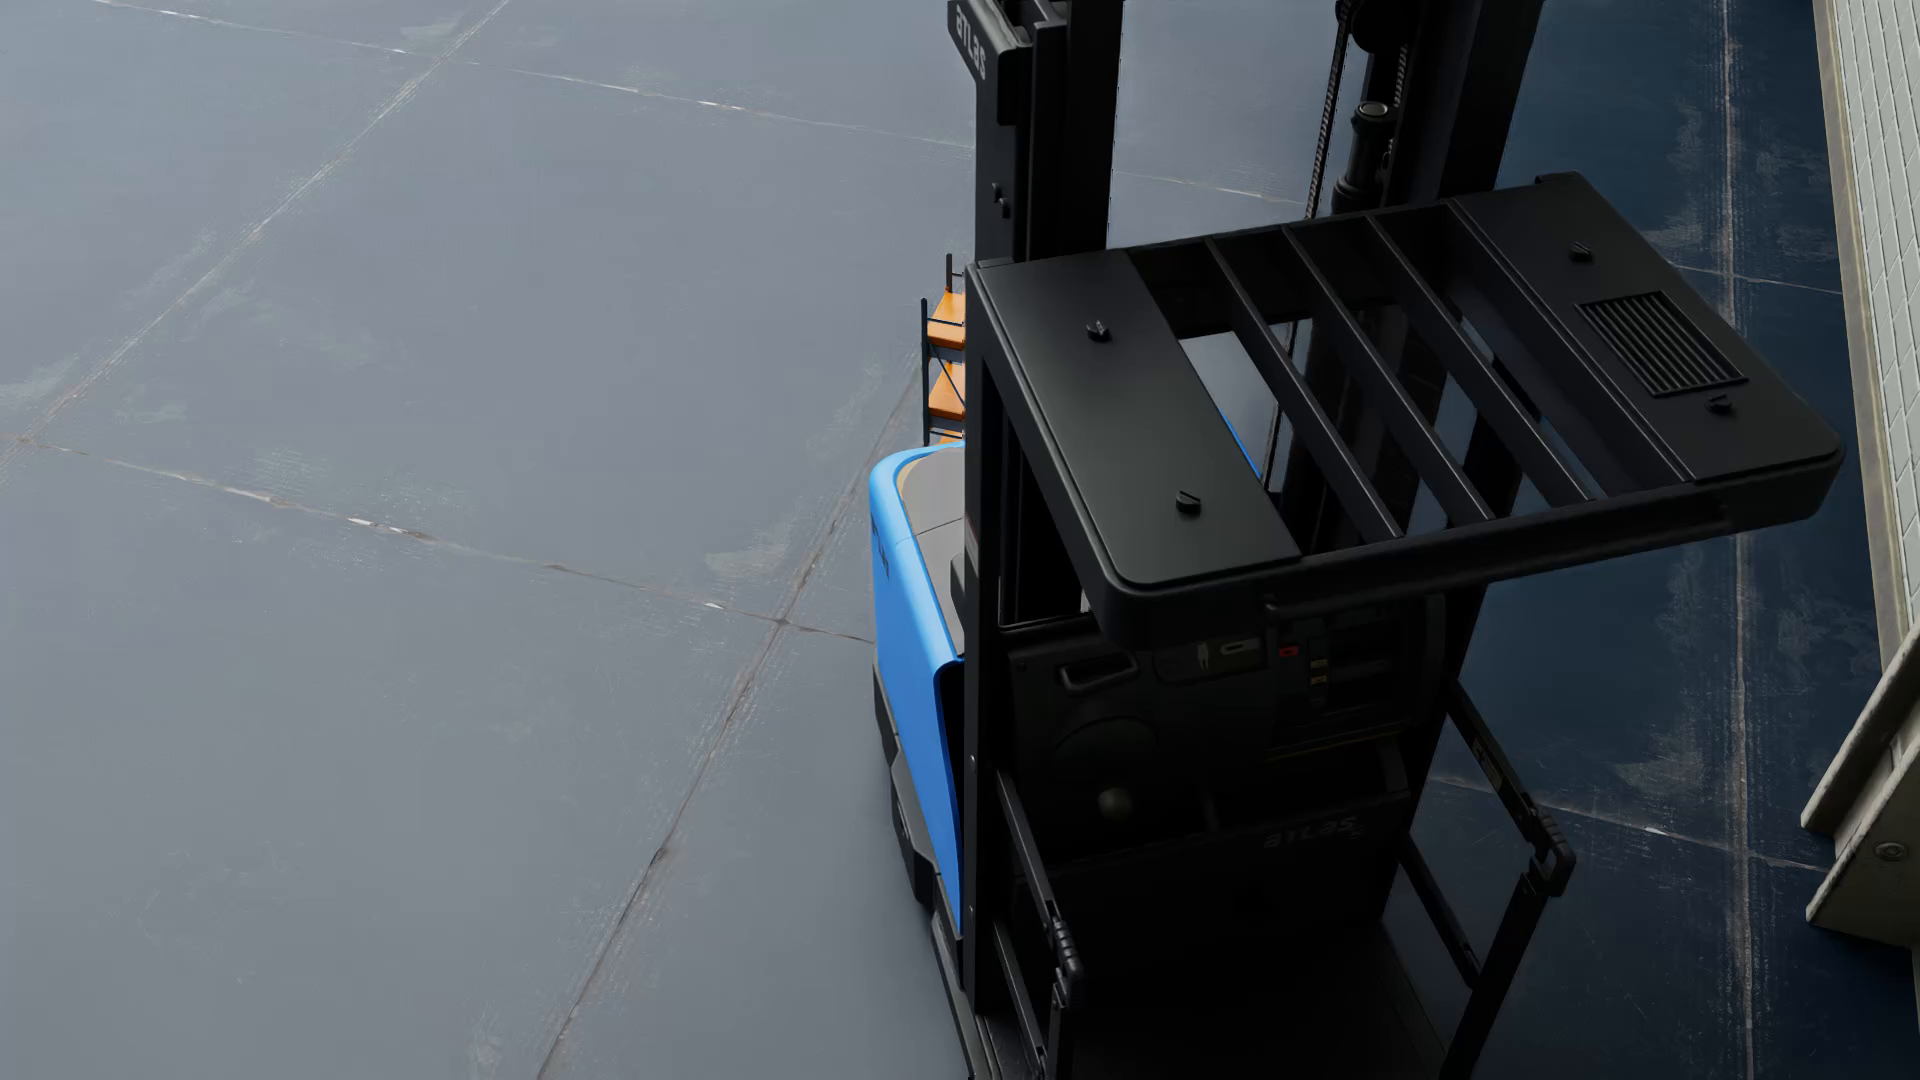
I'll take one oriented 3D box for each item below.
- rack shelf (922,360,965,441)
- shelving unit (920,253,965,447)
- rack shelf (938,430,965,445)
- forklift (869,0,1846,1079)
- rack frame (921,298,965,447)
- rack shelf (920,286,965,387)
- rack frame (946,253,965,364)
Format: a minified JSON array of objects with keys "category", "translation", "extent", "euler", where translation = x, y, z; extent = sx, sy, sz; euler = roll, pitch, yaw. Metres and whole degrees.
[{"category":"rack shelf","translation":[0.016,-0.403,5.427],"extent":[0.215,0.259,0.240],"euler":[13,46,13]},{"category":"shelving unit","translation":[0.016,-0.411,5.419],"extent":[0.215,1.050,0.252],"euler":[13,46,13]},{"category":"rack shelf","translation":[0.016,-0.205,5.621],"extent":[0.215,0.259,0.240],"euler":[13,46,13]},{"category":"forklift","translation":[0.610,0.405,3.241],"extent":[1.130,2.935,3.031],"euler":[-10,45,-10]},{"category":"rack frame","translation":[-0.021,-0.330,5.336],"extent":[0.200,1.050,0.008],"euler":[13,46,13]},{"category":"rack shelf","translation":[0.016,-0.606,5.228],"extent":[0.215,0.259,0.240],"euler":[13,46,13]},{"category":"rack frame","translation":[0.053,-0.492,5.502],"extent":[0.200,1.050,0.008],"euler":[13,46,13]}]
